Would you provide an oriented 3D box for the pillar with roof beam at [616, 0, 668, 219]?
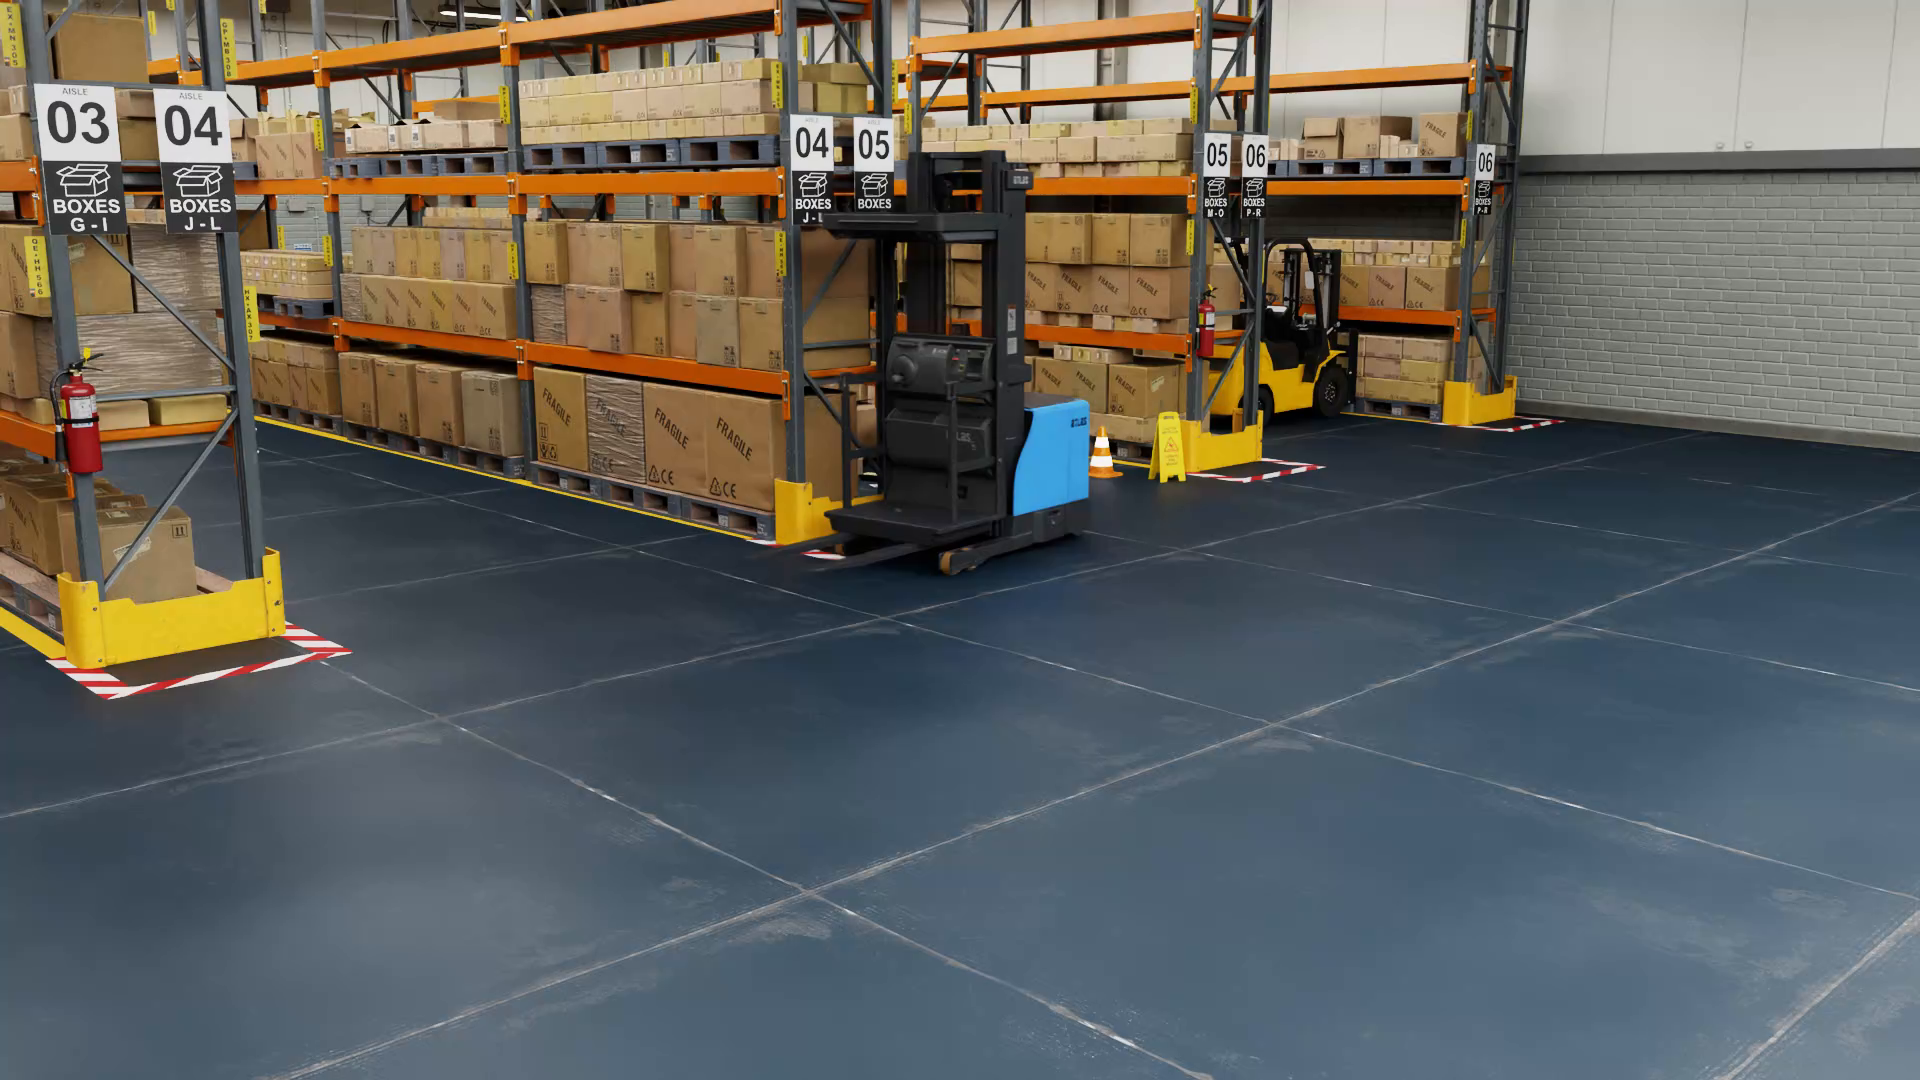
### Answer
[{"bbox_3d":[-9.195,-8.096,29.908,9.100,9.000,0.548,-11,16,-43],"label":"pillar with roof beam"}]

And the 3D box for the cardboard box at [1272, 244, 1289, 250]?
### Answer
[{"bbox_3d":[4.152,-3.764,21.156,0.380,0.149,0.250,-11,16,-43],"label":"cardboard box"}]

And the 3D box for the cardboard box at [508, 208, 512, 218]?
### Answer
[{"bbox_3d":[-6.596,-4.945,25.149,0.380,0.149,0.250,-11,16,-43],"label":"cardboard box"}]

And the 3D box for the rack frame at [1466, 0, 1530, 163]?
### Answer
[{"bbox_3d":[6.178,-5.842,18.966,1.000,3.000,0.127,-11,16,-43],"label":"rack frame"}]

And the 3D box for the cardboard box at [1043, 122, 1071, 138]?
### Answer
[{"bbox_3d":[1.060,-4.175,16.957,0.380,0.149,0.250,-10,16,-41],"label":"cardboard box"}]

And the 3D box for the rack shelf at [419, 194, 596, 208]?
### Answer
[{"bbox_3d":[-7.078,-5.371,25.898,1.077,0.370,4.000,-11,16,-43],"label":"rack shelf"}]

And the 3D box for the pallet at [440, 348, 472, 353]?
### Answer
[{"bbox_3d":[-7.850,-3.075,27.313,1.003,0.211,1.213,-11,16,-43],"label":"pallet"}]

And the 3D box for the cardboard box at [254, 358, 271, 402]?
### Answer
[{"bbox_3d":[-8.150,-1.943,20.063,0.500,0.500,0.500,-11,16,-42],"label":"cardboard box"}]

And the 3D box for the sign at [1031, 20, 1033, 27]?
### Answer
[{"bbox_3d":[1.052,-7.622,24.901,0.100,0.325,0.005,-11,16,-43],"label":"sign"}]

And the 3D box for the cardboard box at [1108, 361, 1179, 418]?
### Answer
[{"bbox_3d":[1.849,-1.518,16.762,0.500,0.500,0.500,-11,16,-42],"label":"cardboard box"}]

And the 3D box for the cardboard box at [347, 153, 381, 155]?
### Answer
[{"bbox_3d":[-6.329,-4.204,17.784,0.250,0.149,0.380,11,16,43],"label":"cardboard box"}]

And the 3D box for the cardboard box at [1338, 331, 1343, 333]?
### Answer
[{"bbox_3d":[4.577,-2.497,20.893,0.500,0.250,0.500,-11,16,-44],"label":"cardboard box"}]

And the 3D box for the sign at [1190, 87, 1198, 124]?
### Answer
[{"bbox_3d":[2.175,-4.040,15.458,0.100,0.325,0.005,-11,16,-43],"label":"sign"}]

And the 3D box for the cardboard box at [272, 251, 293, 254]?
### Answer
[{"bbox_3d":[-8.244,-3.485,20.503,0.380,0.149,0.250,-11,16,-43],"label":"cardboard box"}]

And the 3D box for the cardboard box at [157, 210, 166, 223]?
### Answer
[{"bbox_3d":[-10.088,-4.048,21.664,0.500,0.500,0.500,11,16,43],"label":"cardboard box"}]

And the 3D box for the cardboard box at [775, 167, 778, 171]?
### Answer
[{"bbox_3d":[-1.860,-4.680,20.504,0.797,0.503,0.637,-11,16,-43],"label":"cardboard box"}]

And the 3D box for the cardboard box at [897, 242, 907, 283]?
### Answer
[{"bbox_3d":[-0.657,-3.231,19.134,0.500,0.500,0.500,-11,16,-44],"label":"cardboard box"}]

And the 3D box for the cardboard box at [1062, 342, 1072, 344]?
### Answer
[{"bbox_3d":[1.996,-2.828,24.050,0.625,0.625,0.875,11,16,43],"label":"cardboard box"}]

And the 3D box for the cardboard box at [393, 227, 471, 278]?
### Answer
[{"bbox_3d":[-5.435,-2.998,17.303,0.700,0.500,0.500,-11,16,-43],"label":"cardboard box"}]

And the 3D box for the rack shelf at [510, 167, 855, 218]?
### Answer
[{"bbox_3d":[-2.301,-2.915,13.978,1.077,0.370,4.000,-11,16,-43],"label":"rack shelf"}]

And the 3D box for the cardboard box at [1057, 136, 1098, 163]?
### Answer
[{"bbox_3d":[1.334,-3.938,16.795,0.500,0.250,0.500,-10,16,-41],"label":"cardboard box"}]

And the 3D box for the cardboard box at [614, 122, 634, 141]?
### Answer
[{"bbox_3d":[-2.626,-3.369,13.730,0.380,0.149,0.250,-11,16,-42],"label":"cardboard box"}]

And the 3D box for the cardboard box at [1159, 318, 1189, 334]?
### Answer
[{"bbox_3d":[2.178,-2.113,16.357,0.380,0.149,0.250,-10,15,-41],"label":"cardboard box"}]

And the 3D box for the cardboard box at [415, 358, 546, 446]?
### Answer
[{"bbox_3d":[-4.839,-1.414,16.874,1.050,0.750,0.750,-11,16,-43],"label":"cardboard box"}]

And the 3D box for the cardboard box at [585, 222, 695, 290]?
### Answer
[{"bbox_3d":[-2.715,-2.472,14.430,0.875,0.550,0.550,-11,16,-43],"label":"cardboard box"}]

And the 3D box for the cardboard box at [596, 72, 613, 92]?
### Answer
[{"bbox_3d":[-2.797,-3.796,13.826,0.380,0.149,0.250,-11,16,-43],"label":"cardboard box"}]

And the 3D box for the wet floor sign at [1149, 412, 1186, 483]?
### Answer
[{"bbox_3d":[1.948,-0.881,15.590,0.267,0.644,0.232,-5,13,-23],"label":"wet floor sign"}]

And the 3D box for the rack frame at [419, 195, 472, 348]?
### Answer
[{"bbox_3d":[-8.459,-4.546,27.545,1.000,3.000,0.127,-11,16,-43],"label":"rack frame"}]

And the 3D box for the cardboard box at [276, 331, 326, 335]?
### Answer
[{"bbox_3d":[-8.164,-2.456,20.696,0.500,0.250,0.500,-10,15,-40],"label":"cardboard box"}]

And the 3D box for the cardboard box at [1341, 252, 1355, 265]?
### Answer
[{"bbox_3d":[4.832,-3.466,20.444,0.380,0.149,0.250,-11,16,-42],"label":"cardboard box"}]

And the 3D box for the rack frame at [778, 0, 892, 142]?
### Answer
[{"bbox_3d":[-0.920,-4.445,12.186,1.000,3.000,0.127,-11,16,-43],"label":"rack frame"}]

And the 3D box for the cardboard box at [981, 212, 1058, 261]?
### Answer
[{"bbox_3d":[0.639,-3.230,17.695,0.700,0.500,0.500,-11,16,-44],"label":"cardboard box"}]

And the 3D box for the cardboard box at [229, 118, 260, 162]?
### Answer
[{"bbox_3d":[-8.235,-4.740,19.753,0.797,0.503,0.637,-11,16,-43],"label":"cardboard box"}]

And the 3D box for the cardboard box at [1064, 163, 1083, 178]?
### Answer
[{"bbox_3d":[1.278,-3.761,16.923,0.250,0.149,0.380,11,16,44],"label":"cardboard box"}]

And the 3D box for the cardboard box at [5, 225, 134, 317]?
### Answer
[{"bbox_3d":[-5.135,-1.561,9.590,0.500,0.500,0.500,-11,16,-43],"label":"cardboard box"}]

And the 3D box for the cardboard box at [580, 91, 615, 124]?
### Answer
[{"bbox_3d":[-2.849,-3.629,14.006,0.500,0.250,0.500,-11,16,-43],"label":"cardboard box"}]

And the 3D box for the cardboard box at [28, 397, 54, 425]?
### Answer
[{"bbox_3d":[-5.305,-0.786,9.916,0.380,0.149,0.250,-11,16,-43],"label":"cardboard box"}]

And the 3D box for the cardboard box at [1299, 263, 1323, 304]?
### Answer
[{"bbox_3d":[4.587,-3.211,20.817,0.500,0.500,0.500,-11,16,-42],"label":"cardboard box"}]

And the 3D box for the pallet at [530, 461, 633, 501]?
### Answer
[{"bbox_3d":[-3.213,-0.603,15.315,1.003,0.211,1.213,-11,16,-43],"label":"pallet"}]

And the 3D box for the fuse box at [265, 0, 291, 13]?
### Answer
[{"bbox_3d":[-12.534,-9.832,30.405,0.513,0.334,0.176,-11,16,-43],"label":"fuse box"}]

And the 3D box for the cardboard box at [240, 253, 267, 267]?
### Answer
[{"bbox_3d":[-8.374,-3.322,19.710,0.380,0.149,0.250,-10,15,-40],"label":"cardboard box"}]

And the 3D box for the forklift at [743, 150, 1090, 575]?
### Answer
[{"bbox_3d":[-0.280,-1.298,11.950,1.130,2.935,3.031,9,15,37],"label":"forklift"}]

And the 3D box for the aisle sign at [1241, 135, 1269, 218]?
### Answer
[{"bbox_3d":[2.858,-3.519,16.115,0.394,0.787,0.004,-11,16,-43],"label":"aisle sign"}]

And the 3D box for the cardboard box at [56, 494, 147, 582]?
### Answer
[{"bbox_3d":[-5.434,0.012,10.572,0.500,0.500,0.500,-6,13,-28],"label":"cardboard box"}]

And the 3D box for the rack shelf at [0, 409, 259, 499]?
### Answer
[{"bbox_3d":[-5.958,-0.770,10.998,1.077,0.370,4.000,-11,16,-43],"label":"rack shelf"}]

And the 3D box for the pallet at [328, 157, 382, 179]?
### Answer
[{"bbox_3d":[-5.961,-3.964,17.755,1.213,0.211,1.003,-10,15,-40],"label":"pallet"}]

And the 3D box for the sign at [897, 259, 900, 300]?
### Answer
[{"bbox_3d":[-0.514,-2.046,13.067,0.100,0.325,0.005,-11,16,-43],"label":"sign"}]

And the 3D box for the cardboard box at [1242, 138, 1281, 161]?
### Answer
[{"bbox_3d":[3.814,-5.012,21.304,0.500,0.311,0.500,-10,16,-41],"label":"cardboard box"}]

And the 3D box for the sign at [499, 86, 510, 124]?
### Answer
[{"bbox_3d":[-4.068,-3.890,14.865,0.100,0.325,0.005,-11,16,-43],"label":"sign"}]

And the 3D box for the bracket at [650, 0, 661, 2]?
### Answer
[{"bbox_3d":[-4.261,-9.970,30.085,0.076,0.066,4.783,-11,16,-43],"label":"bracket"}]

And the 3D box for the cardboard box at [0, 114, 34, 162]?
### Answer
[{"bbox_3d":[-5.093,-2.261,9.390,0.500,0.250,0.500,-10,16,-41],"label":"cardboard box"}]

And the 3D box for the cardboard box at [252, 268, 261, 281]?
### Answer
[{"bbox_3d":[-8.007,-3.099,19.366,0.380,0.149,0.250,-10,16,-41],"label":"cardboard box"}]
